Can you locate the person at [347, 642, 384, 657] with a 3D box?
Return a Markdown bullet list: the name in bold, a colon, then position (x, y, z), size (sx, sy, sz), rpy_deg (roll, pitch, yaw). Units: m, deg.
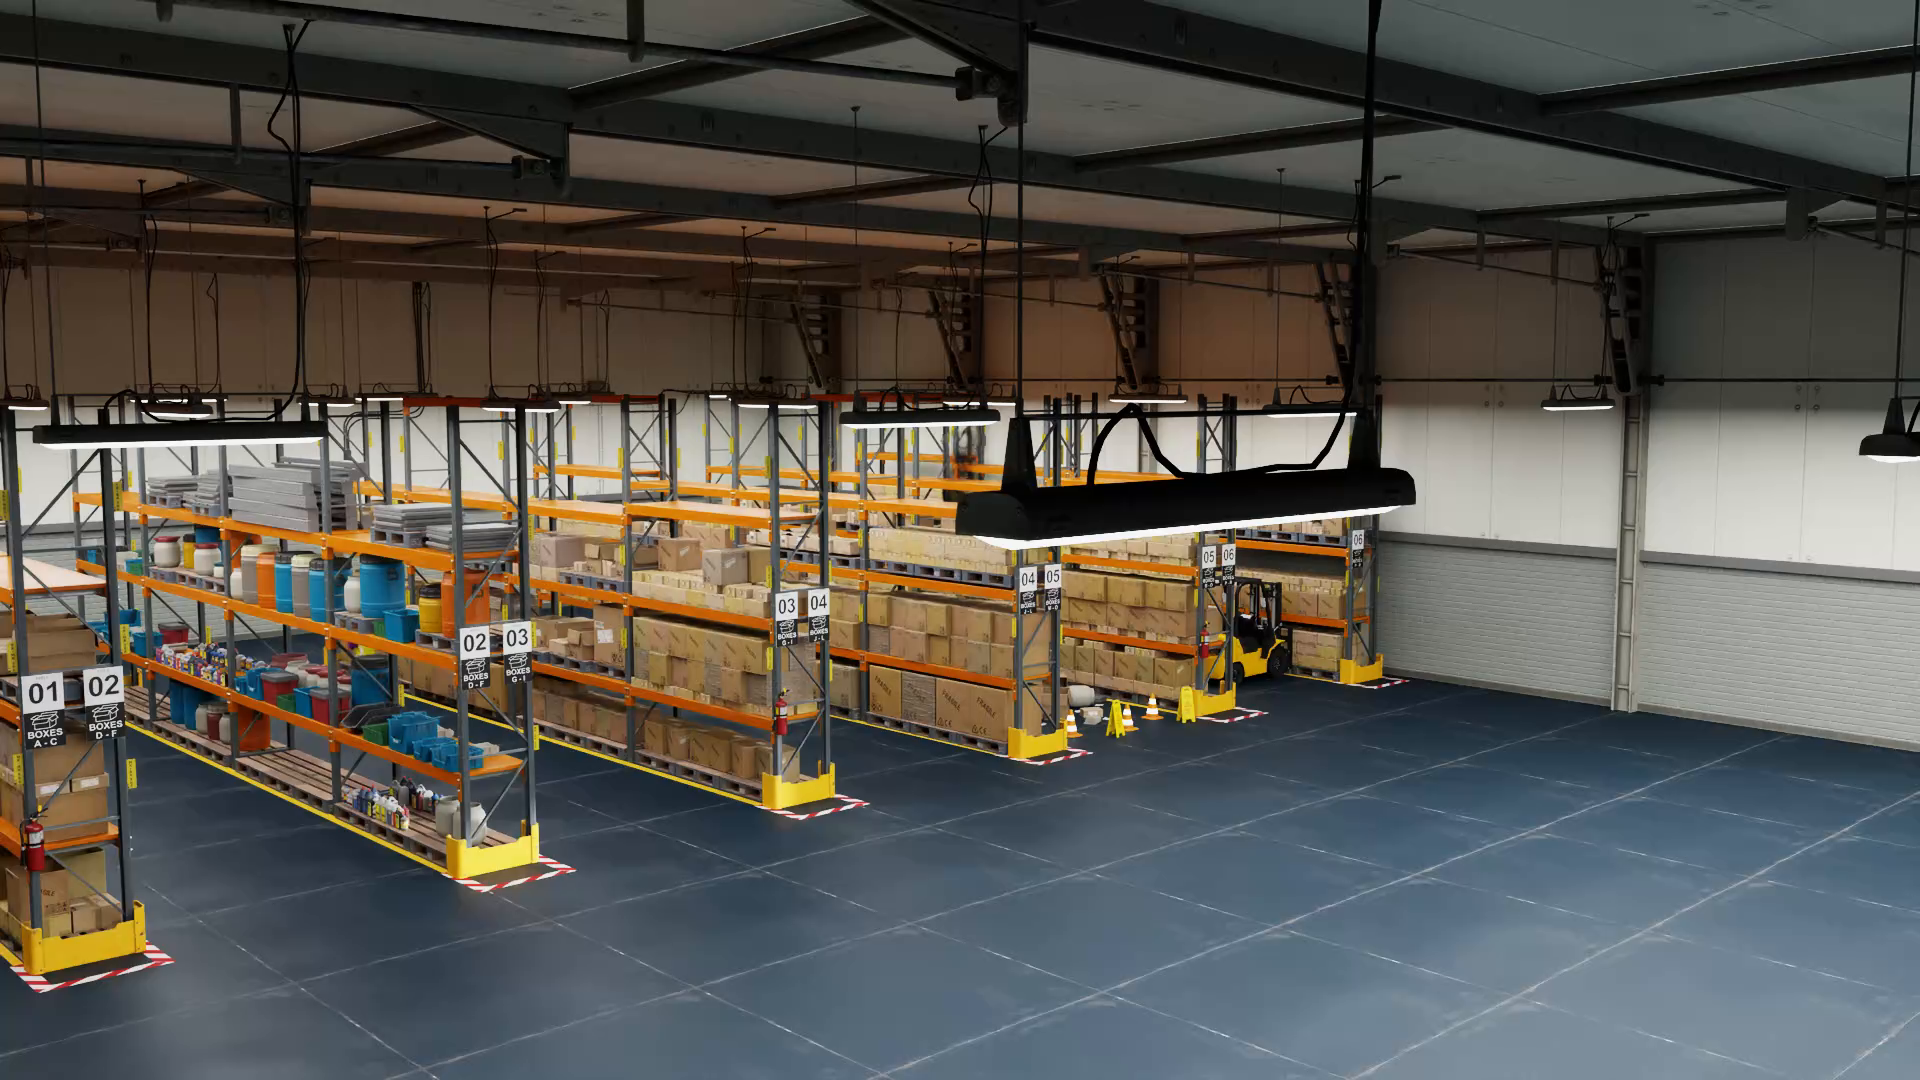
- **person**: position (-11.441, 2.375, 32.116), size (0.691, 1.734, 0.630), rpy_deg (-5, 7, -41)
